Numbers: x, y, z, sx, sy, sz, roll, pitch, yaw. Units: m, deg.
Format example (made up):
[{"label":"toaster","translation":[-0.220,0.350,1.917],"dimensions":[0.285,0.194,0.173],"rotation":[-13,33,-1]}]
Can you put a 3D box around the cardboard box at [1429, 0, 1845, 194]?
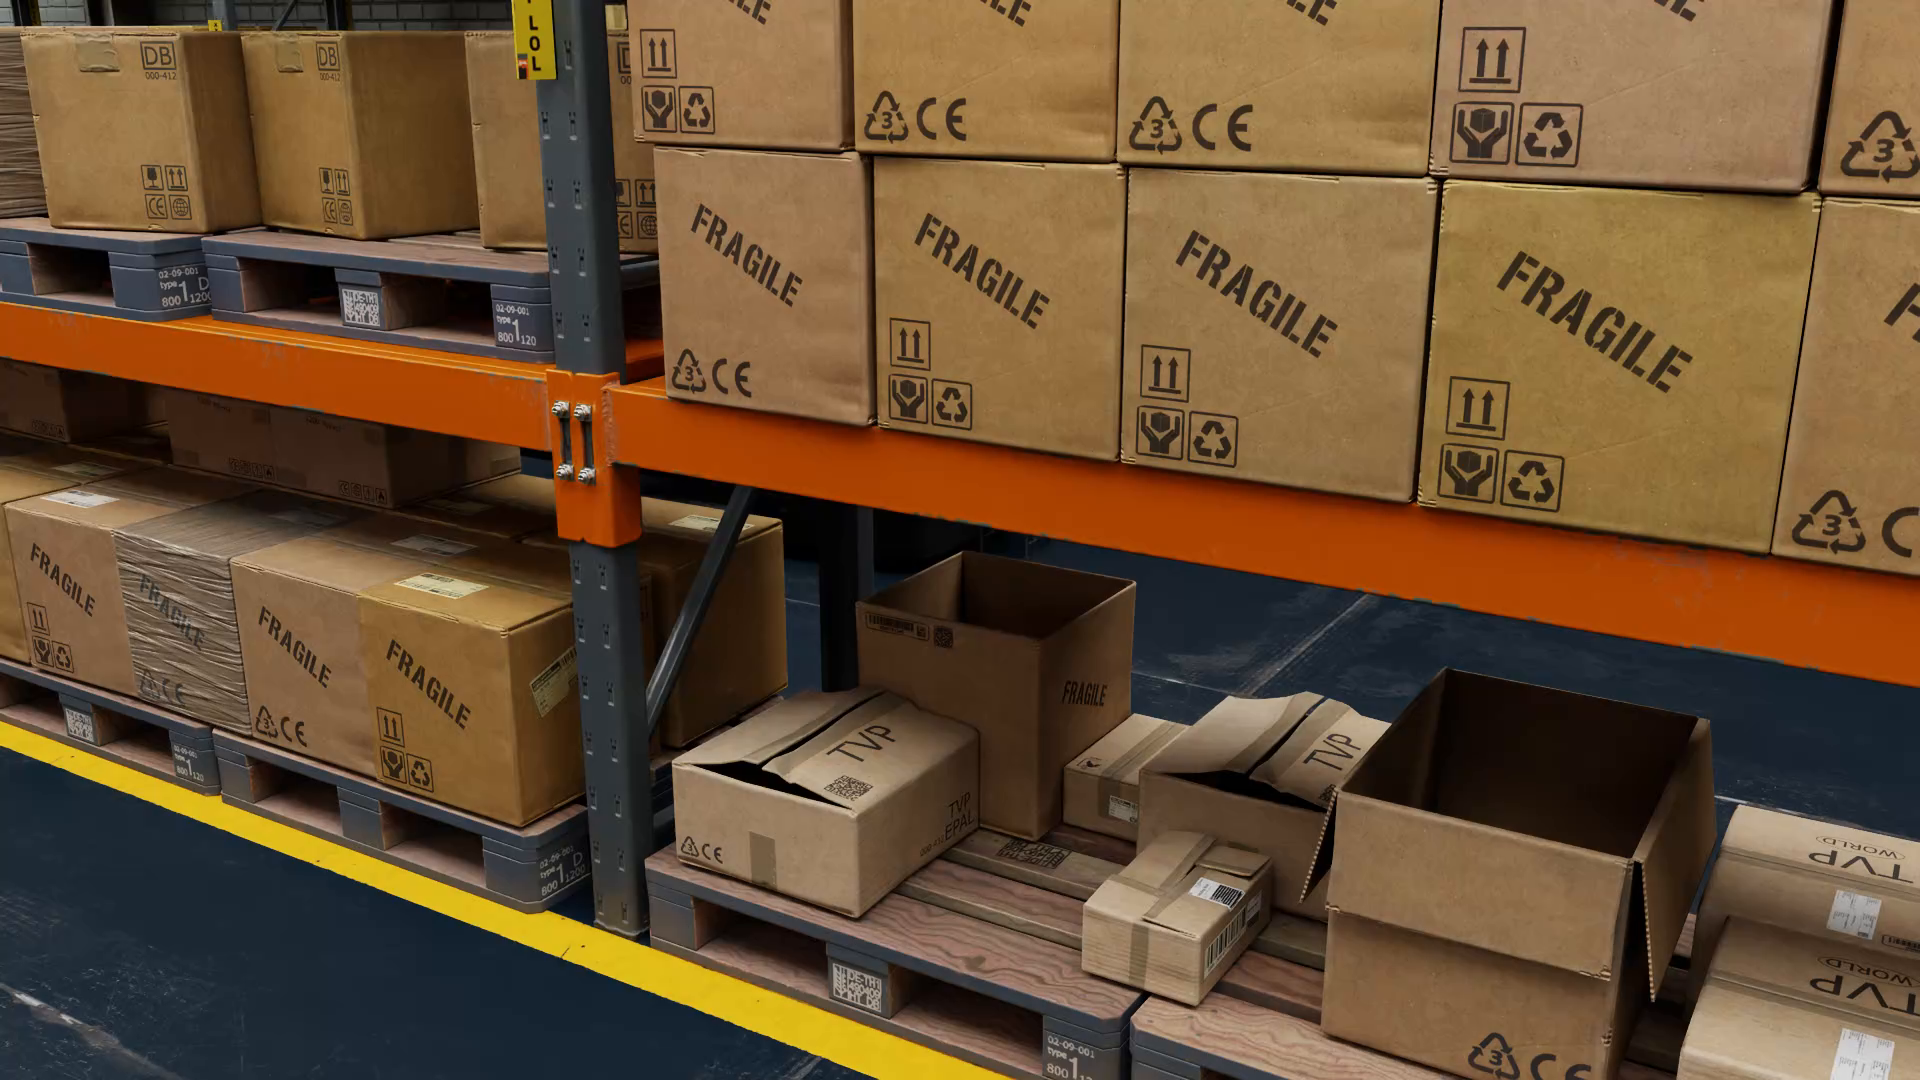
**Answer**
[{"label":"cardboard box","translation":[1.031,-0.792,2.436],"dimensions":[0.500,0.500,0.500],"rotation":[11,20,32]}]

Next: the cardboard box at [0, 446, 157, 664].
[{"label":"cardboard box","translation":[-2.838,0.031,5.163],"dimensions":[0.500,0.500,0.500],"rotation":[10,19,29]}]

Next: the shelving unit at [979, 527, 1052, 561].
[{"label":"shelving unit","translation":[0.227,-0.393,6.628],"dimensions":[0.210,0.900,0.258],"rotation":[9,19,28]}]

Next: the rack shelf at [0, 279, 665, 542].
[{"label":"rack shelf","translation":[-2.246,-0.602,4.941],"dimensions":[4.000,0.370,1.077],"rotation":[10,20,30]}]

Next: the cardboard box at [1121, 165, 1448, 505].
[{"label":"cardboard box","translation":[0.613,-0.391,2.836],"dimensions":[0.500,0.500,0.500],"rotation":[10,20,30]}]

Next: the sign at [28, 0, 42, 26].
[{"label":"sign","translation":[-7.870,-4.535,14.113],"dimensions":[0.005,0.325,0.100],"rotation":[10,20,30]}]

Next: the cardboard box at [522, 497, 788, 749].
[{"label":"cardboard box","translation":[-0.826,0.209,4.575],"dimensions":[0.500,0.500,0.500],"rotation":[9,19,28]}]

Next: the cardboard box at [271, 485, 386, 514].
[{"label":"cardboard box","translation":[-1.708,0.053,5.089],"dimensions":[0.500,0.500,0.500],"rotation":[10,20,31]}]

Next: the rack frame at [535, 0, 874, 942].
[{"label":"rack frame","translation":[-0.542,-0.642,3.835],"dimensions":[0.127,3.000,1.000],"rotation":[10,20,30]}]

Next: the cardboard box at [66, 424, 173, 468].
[{"label":"cardboard box","translation":[-2.589,-0.102,5.601],"dimensions":[0.500,0.500,0.500],"rotation":[9,19,28]}]

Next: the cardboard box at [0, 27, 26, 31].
[{"label":"cardboard box","translation":[-7.075,-3.687,12.791],"dimensions":[0.500,0.500,0.500],"rotation":[9,19,28]}]

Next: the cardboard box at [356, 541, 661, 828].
[{"label":"cardboard box","translation":[-1.112,0.339,4.147],"dimensions":[0.500,0.500,0.500],"rotation":[10,20,30]}]

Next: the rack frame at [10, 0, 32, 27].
[{"label":"rack frame","translation":[-8.178,-3.695,13.884],"dimensions":[0.127,3.000,1.000],"rotation":[10,20,30]}]

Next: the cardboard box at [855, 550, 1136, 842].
[{"label":"cardboard box","translation":[0.092,0.360,4.080],"dimensions":[0.500,0.500,0.500],"rotation":[10,20,30]}]

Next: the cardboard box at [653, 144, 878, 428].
[{"label":"cardboard box","translation":[-0.250,-0.545,3.343],"dimensions":[0.500,0.500,0.500],"rotation":[11,20,31]}]

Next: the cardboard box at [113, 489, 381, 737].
[{"label":"cardboard box","translation":[-1.956,0.186,4.653],"dimensions":[0.500,0.500,0.500],"rotation":[10,20,31]}]

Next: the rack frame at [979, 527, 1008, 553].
[{"label":"rack frame","translation":[0.138,-0.408,6.676],"dimensions":[0.006,0.900,0.240],"rotation":[9,19,28]}]

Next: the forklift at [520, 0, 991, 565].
[{"label":"forklift","translation":[-1.187,-1.597,7.095],"dimensions":[3.031,2.935,1.130],"rotation":[9,19,28]}]

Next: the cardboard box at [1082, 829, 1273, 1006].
[{"label":"cardboard box","translation":[0.445,0.749,3.371],"dimensions":[0.250,0.166,0.380],"rotation":[10,20,30]}]

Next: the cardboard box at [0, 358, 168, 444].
[{"label":"cardboard box","translation":[-2.980,-0.532,5.726],"dimensions":[0.500,0.250,0.500],"rotation":[11,20,32]}]

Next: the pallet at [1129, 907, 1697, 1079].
[{"label":"pallet","translation":[1.087,0.982,3.285],"dimensions":[1.213,0.211,1.003],"rotation":[10,20,30]}]

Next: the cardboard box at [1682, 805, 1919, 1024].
[{"label":"cardboard box","translation":[1.700,0.766,3.172],"dimensions":[0.500,0.250,0.500],"rotation":[10,20,30]}]

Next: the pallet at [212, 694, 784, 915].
[{"label":"pallet","translation":[-1.254,0.578,4.616],"dimensions":[1.213,0.211,1.003],"rotation":[10,20,30]}]

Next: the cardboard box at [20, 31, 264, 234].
[{"label":"cardboard box","translation":[-2.079,-1.144,4.593],"dimensions":[0.500,0.500,0.700],"rotation":[5,18,16]}]

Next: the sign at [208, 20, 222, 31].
[{"label":"sign","translation":[-5.047,-3.365,11.309],"dimensions":[0.005,0.325,0.100],"rotation":[10,20,30]}]

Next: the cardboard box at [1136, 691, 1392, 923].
[{"label":"cardboard box","translation":[0.732,0.564,3.732],"dimensions":[0.500,0.311,0.500],"rotation":[10,20,30]}]

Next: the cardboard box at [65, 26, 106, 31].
[{"label":"cardboard box","translation":[-6.186,-3.532,12.282],"dimensions":[0.500,0.500,0.500],"rotation":[9,19,28]}]

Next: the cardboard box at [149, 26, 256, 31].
[{"label":"cardboard box","translation":[-5.334,-3.378,11.776],"dimensions":[0.500,0.500,0.500],"rotation":[10,20,30]}]

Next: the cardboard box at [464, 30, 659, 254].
[{"label":"cardboard box","translation":[-0.828,-1.018,4.179],"dimensions":[0.500,0.500,0.700],"rotation":[4,17,12]}]

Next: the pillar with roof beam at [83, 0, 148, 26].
[{"label":"pillar with roof beam","translation":[-9.382,-5.607,9.857],"dimensions":[0.400,9.000,9.100],"rotation":[10,20,30]}]

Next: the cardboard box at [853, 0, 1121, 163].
[{"label":"cardboard box","translation":[0.153,-0.949,2.951],"dimensions":[0.500,0.500,0.500],"rotation":[9,19,28]}]

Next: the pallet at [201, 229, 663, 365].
[{"label":"pallet","translation":[-1.165,-0.699,4.352],"dimensions":[1.213,0.211,1.003],"rotation":[10,20,30]}]

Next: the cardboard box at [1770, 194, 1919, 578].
[{"label":"cardboard box","translation":[1.477,-0.238,2.331],"dimensions":[0.500,0.500,0.500],"rotation":[10,20,30]}]

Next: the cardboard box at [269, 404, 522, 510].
[{"label":"cardboard box","translation":[-1.678,-0.302,4.967],"dimensions":[0.500,0.250,0.500],"rotation":[10,20,30]}]
